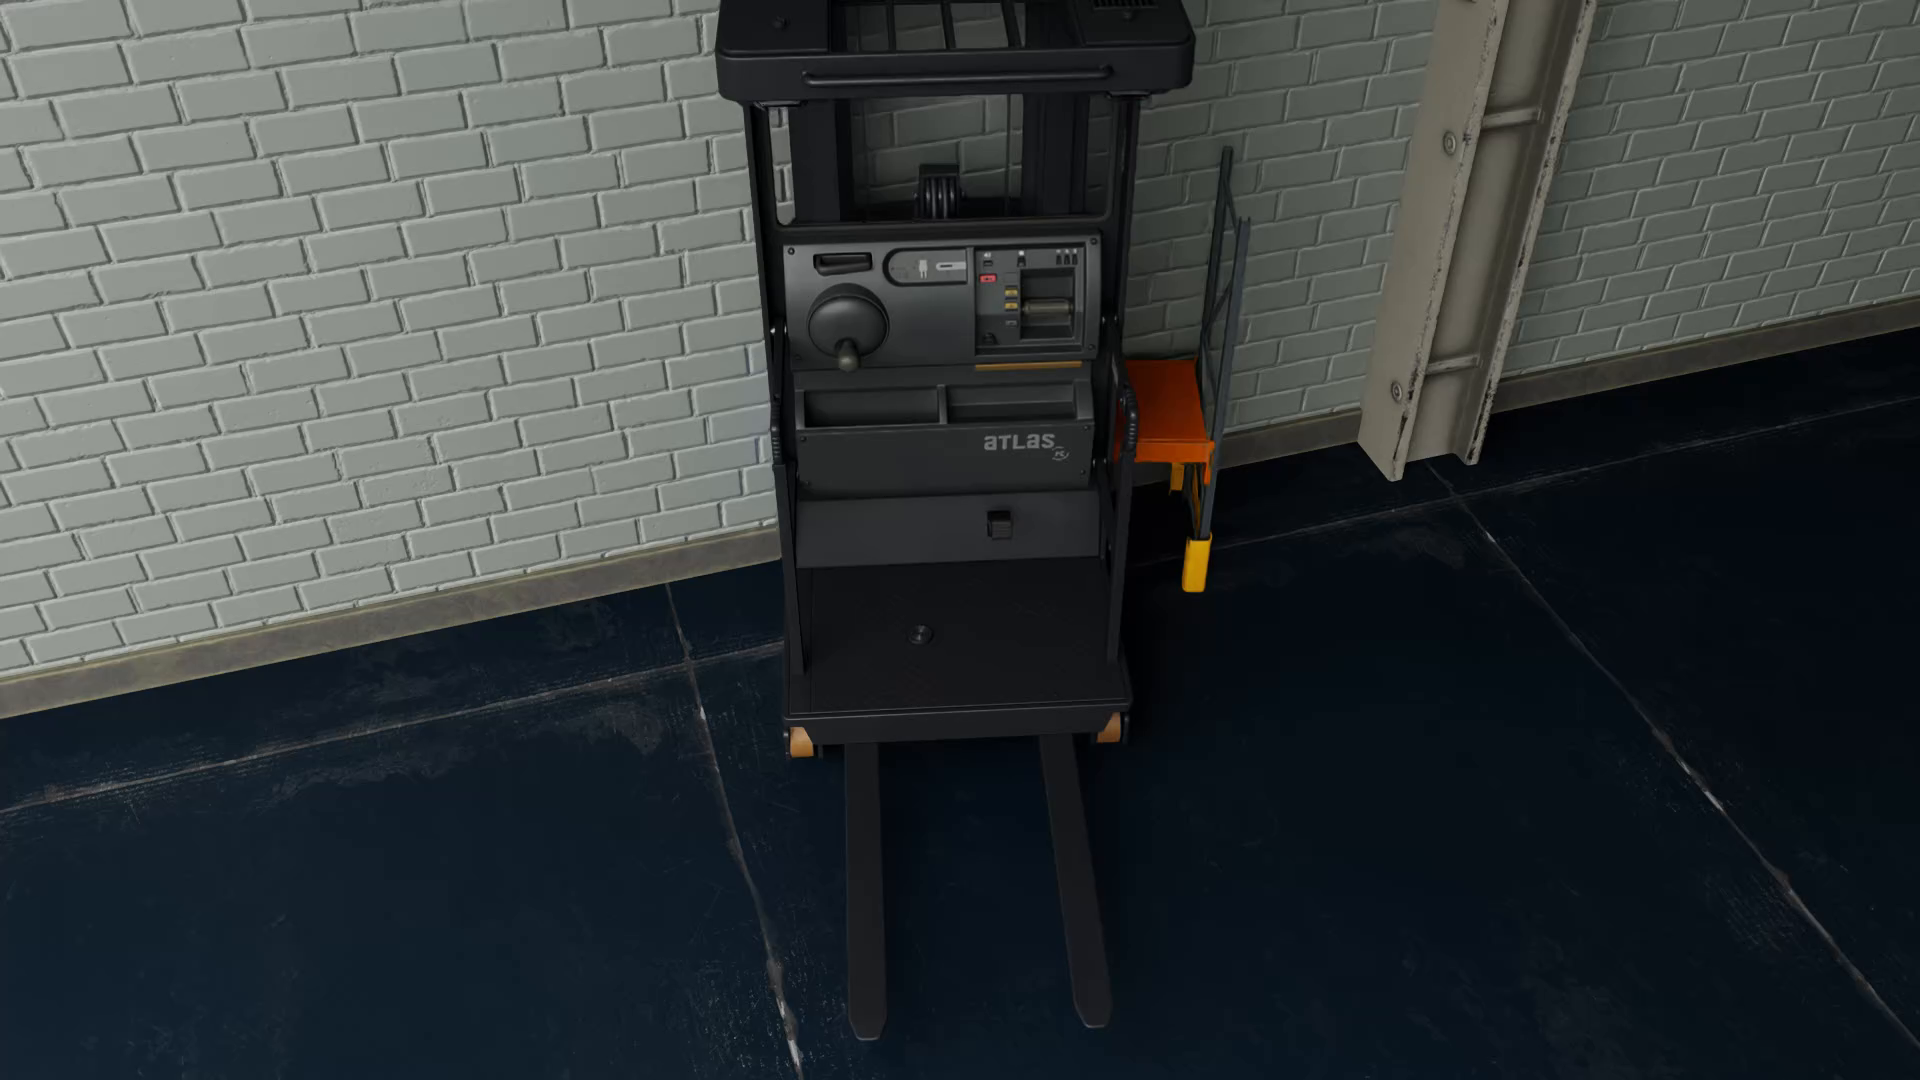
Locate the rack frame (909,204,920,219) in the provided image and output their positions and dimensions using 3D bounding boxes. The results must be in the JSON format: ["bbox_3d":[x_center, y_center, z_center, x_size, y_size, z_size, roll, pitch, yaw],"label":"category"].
[{"bbox_3d":[-0.142,-0.572,5.769,0.032,1.500,0.500,0,41,0],"label":"rack frame"}]

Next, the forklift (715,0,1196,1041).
[{"bbox_3d":[-0.033,-0.621,4.733,1.130,2.935,3.031,-2,41,-3],"label":"forklift"}]

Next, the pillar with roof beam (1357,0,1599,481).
[{"bbox_3d":[3.120,-1.051,0.614,0.400,9.000,9.100,-12,42,-13],"label":"pillar with roof beam"}]

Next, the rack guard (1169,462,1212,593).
[{"bbox_3d":[0.852,-0.090,6.175,0.087,0.250,0.587,0,41,0],"label":"rack guard"}]

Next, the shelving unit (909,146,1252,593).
[{"bbox_3d":[0.357,-0.568,5.769,1.083,1.500,0.587,0,41,0],"label":"shelving unit"}]

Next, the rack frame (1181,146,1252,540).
[{"bbox_3d":[0.875,-0.564,5.769,0.032,1.500,0.500,0,41,0],"label":"rack frame"}]

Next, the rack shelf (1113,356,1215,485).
[{"bbox_3d":[0.365,-0.432,5.886,1.000,0.185,0.538,0,41,0],"label":"rack shelf"}]
